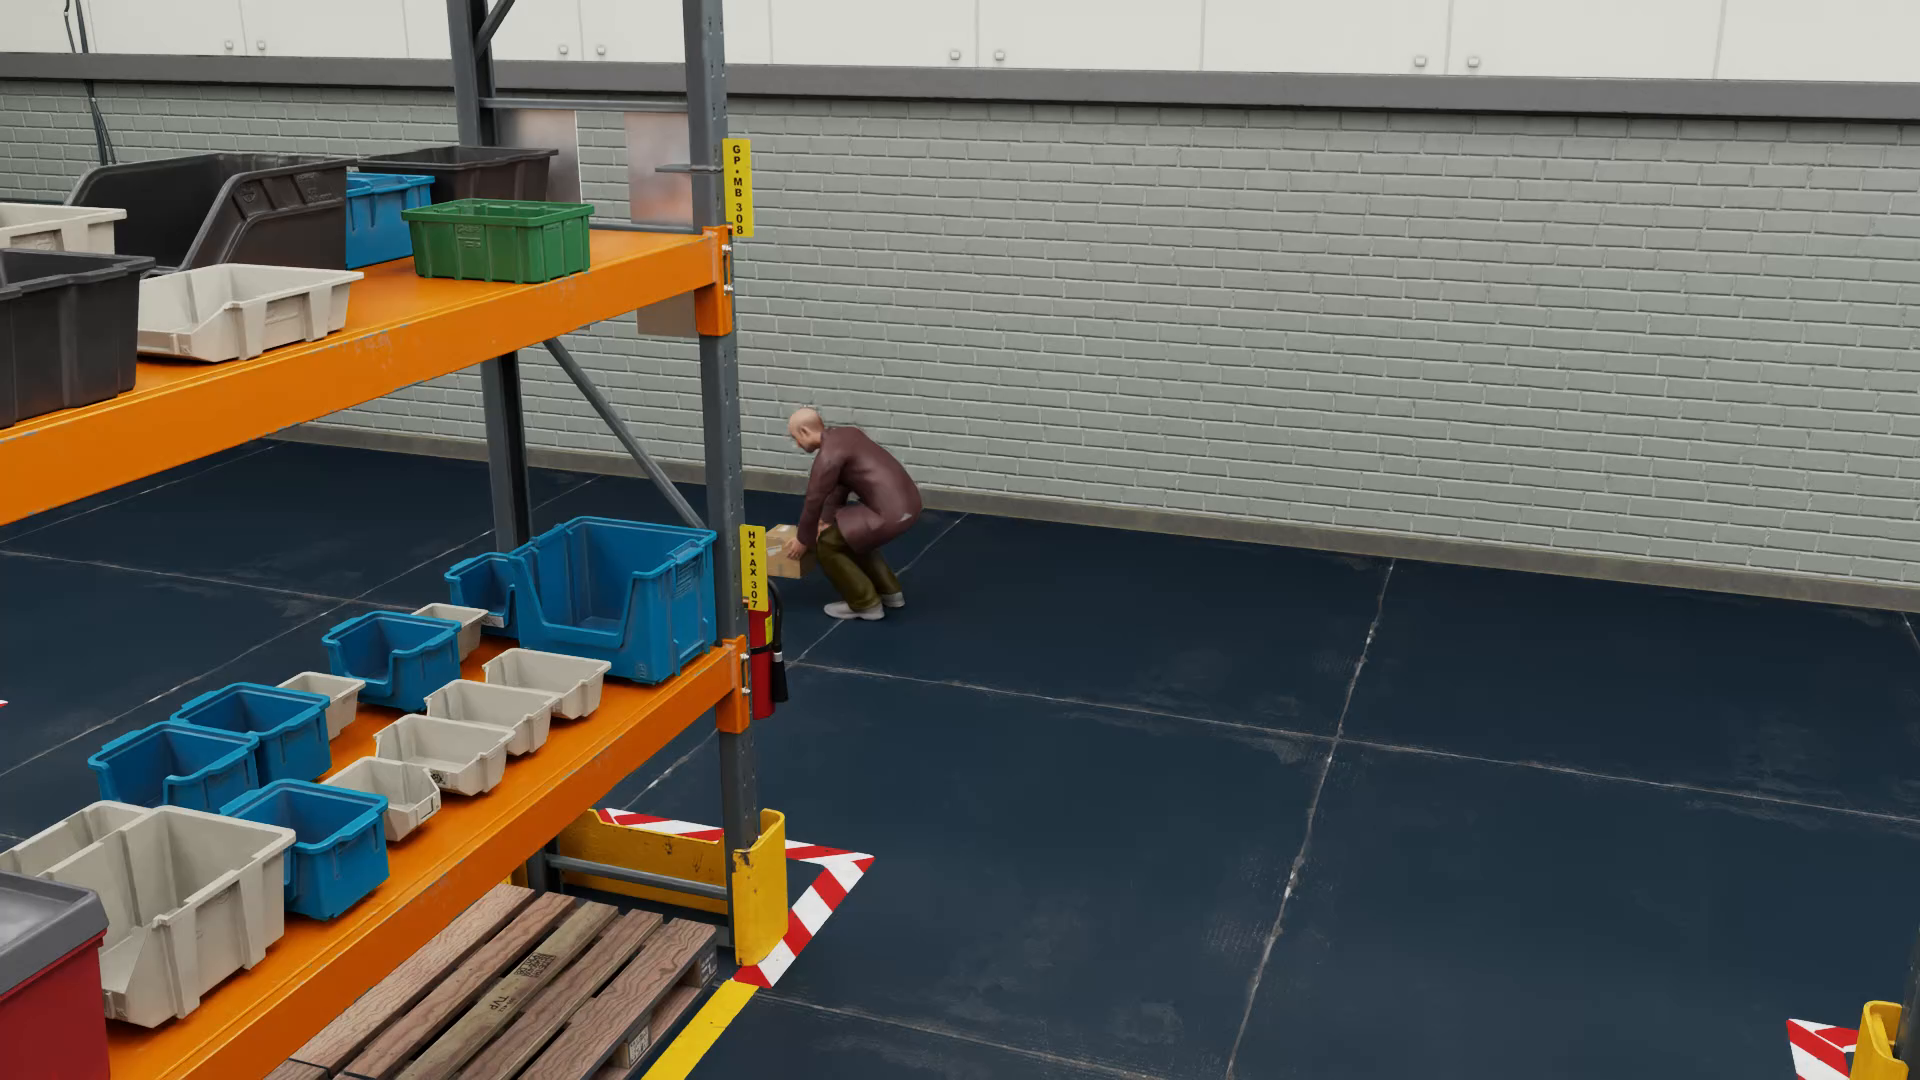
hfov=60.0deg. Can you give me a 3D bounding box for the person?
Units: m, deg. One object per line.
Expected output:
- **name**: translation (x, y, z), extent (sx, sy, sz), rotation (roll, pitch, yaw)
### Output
- **person**: translation (-0.627, -0.125, 9.916), extent (0.796, 1.176, 0.631), rotation (6, 19, 18)
